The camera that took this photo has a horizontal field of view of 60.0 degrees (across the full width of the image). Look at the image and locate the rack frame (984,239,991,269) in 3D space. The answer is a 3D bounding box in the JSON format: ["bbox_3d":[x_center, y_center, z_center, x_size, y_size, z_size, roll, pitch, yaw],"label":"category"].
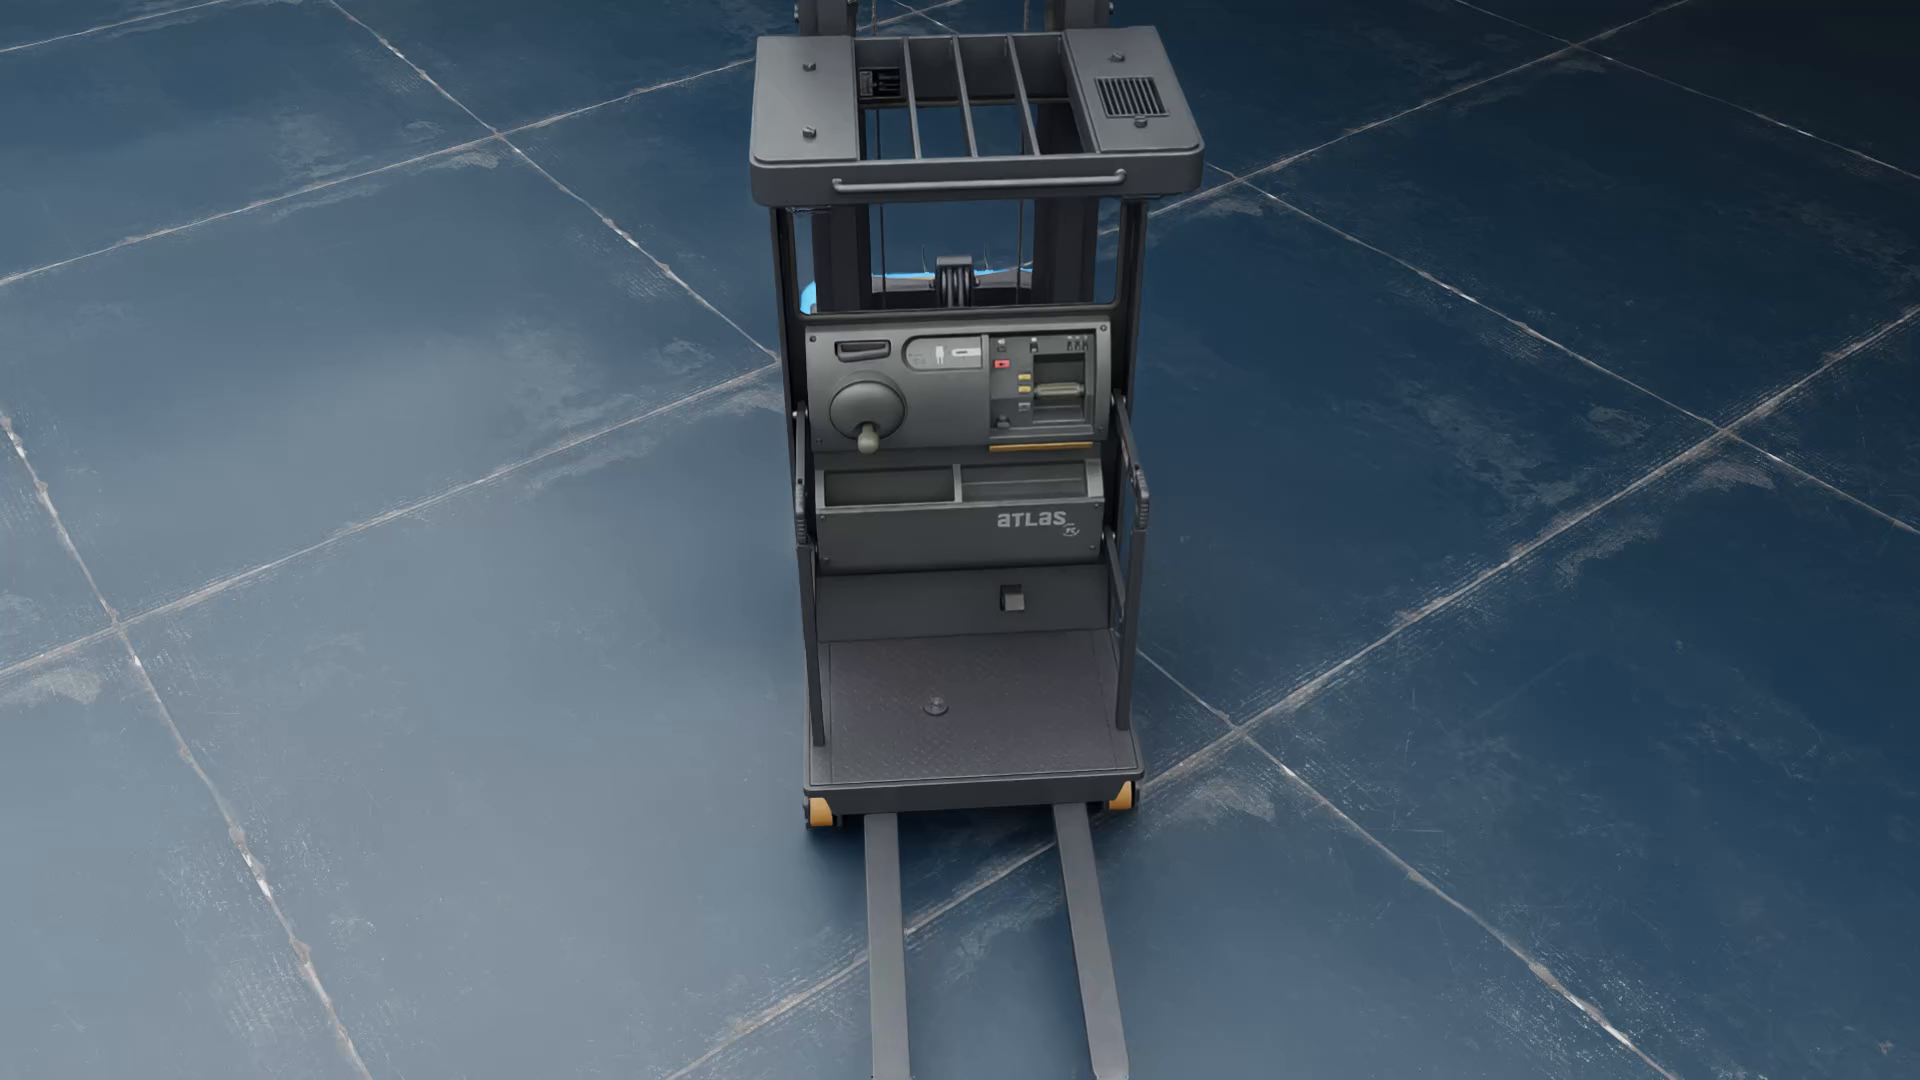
[{"bbox_3d":[0.106,-0.712,6.790,0.008,1.050,0.200,-3,39,-4],"label":"rack frame"}]

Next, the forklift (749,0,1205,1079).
[{"bbox_3d":[0.015,-0.394,4.920,1.130,2.935,3.031,-3,39,-3],"label":"forklift"}]

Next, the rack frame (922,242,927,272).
[{"bbox_3d":[-0.137,-0.699,6.774,0.008,1.050,0.200,-3,39,-4],"label":"rack frame"}]

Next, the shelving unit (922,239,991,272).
[{"bbox_3d":[-0.015,-0.705,6.782,0.252,1.050,0.215,-3,39,-4],"label":"shelving unit"}]
